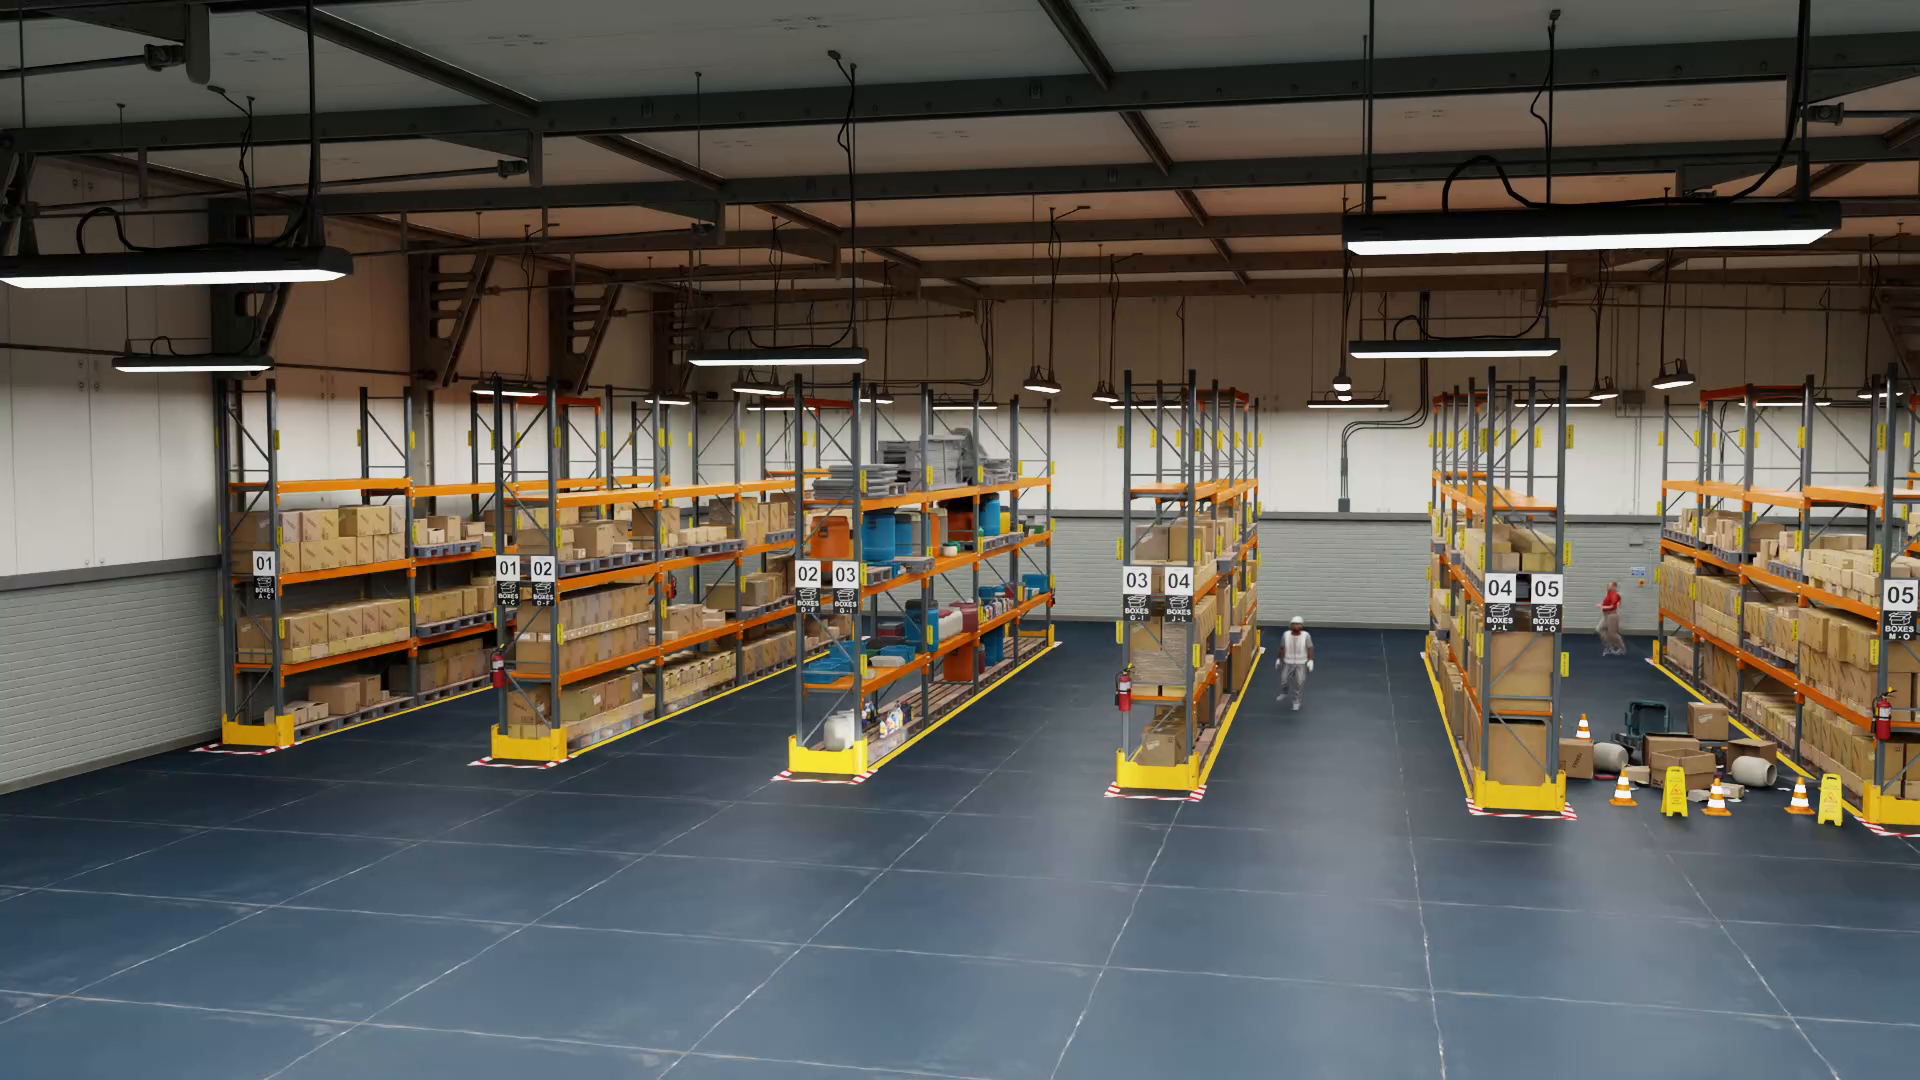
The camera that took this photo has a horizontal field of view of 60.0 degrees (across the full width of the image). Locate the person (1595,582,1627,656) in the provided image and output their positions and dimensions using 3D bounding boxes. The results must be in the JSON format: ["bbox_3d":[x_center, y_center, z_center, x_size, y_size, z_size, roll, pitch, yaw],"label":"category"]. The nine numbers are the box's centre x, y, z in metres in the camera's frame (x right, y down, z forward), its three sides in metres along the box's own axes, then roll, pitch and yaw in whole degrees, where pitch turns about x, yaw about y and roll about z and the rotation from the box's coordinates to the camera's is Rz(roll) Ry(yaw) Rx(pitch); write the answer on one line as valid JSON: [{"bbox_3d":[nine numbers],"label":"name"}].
[{"bbox_3d":[15.074,1.840,38.576,0.722,1.767,0.642,1,3,11],"label":"person"}]

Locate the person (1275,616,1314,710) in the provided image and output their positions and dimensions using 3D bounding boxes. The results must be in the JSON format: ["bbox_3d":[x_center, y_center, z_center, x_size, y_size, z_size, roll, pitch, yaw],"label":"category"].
[{"bbox_3d":[6.213,2.270,30.851,0.728,1.749,0.677,1,4,17],"label":"person"}]
